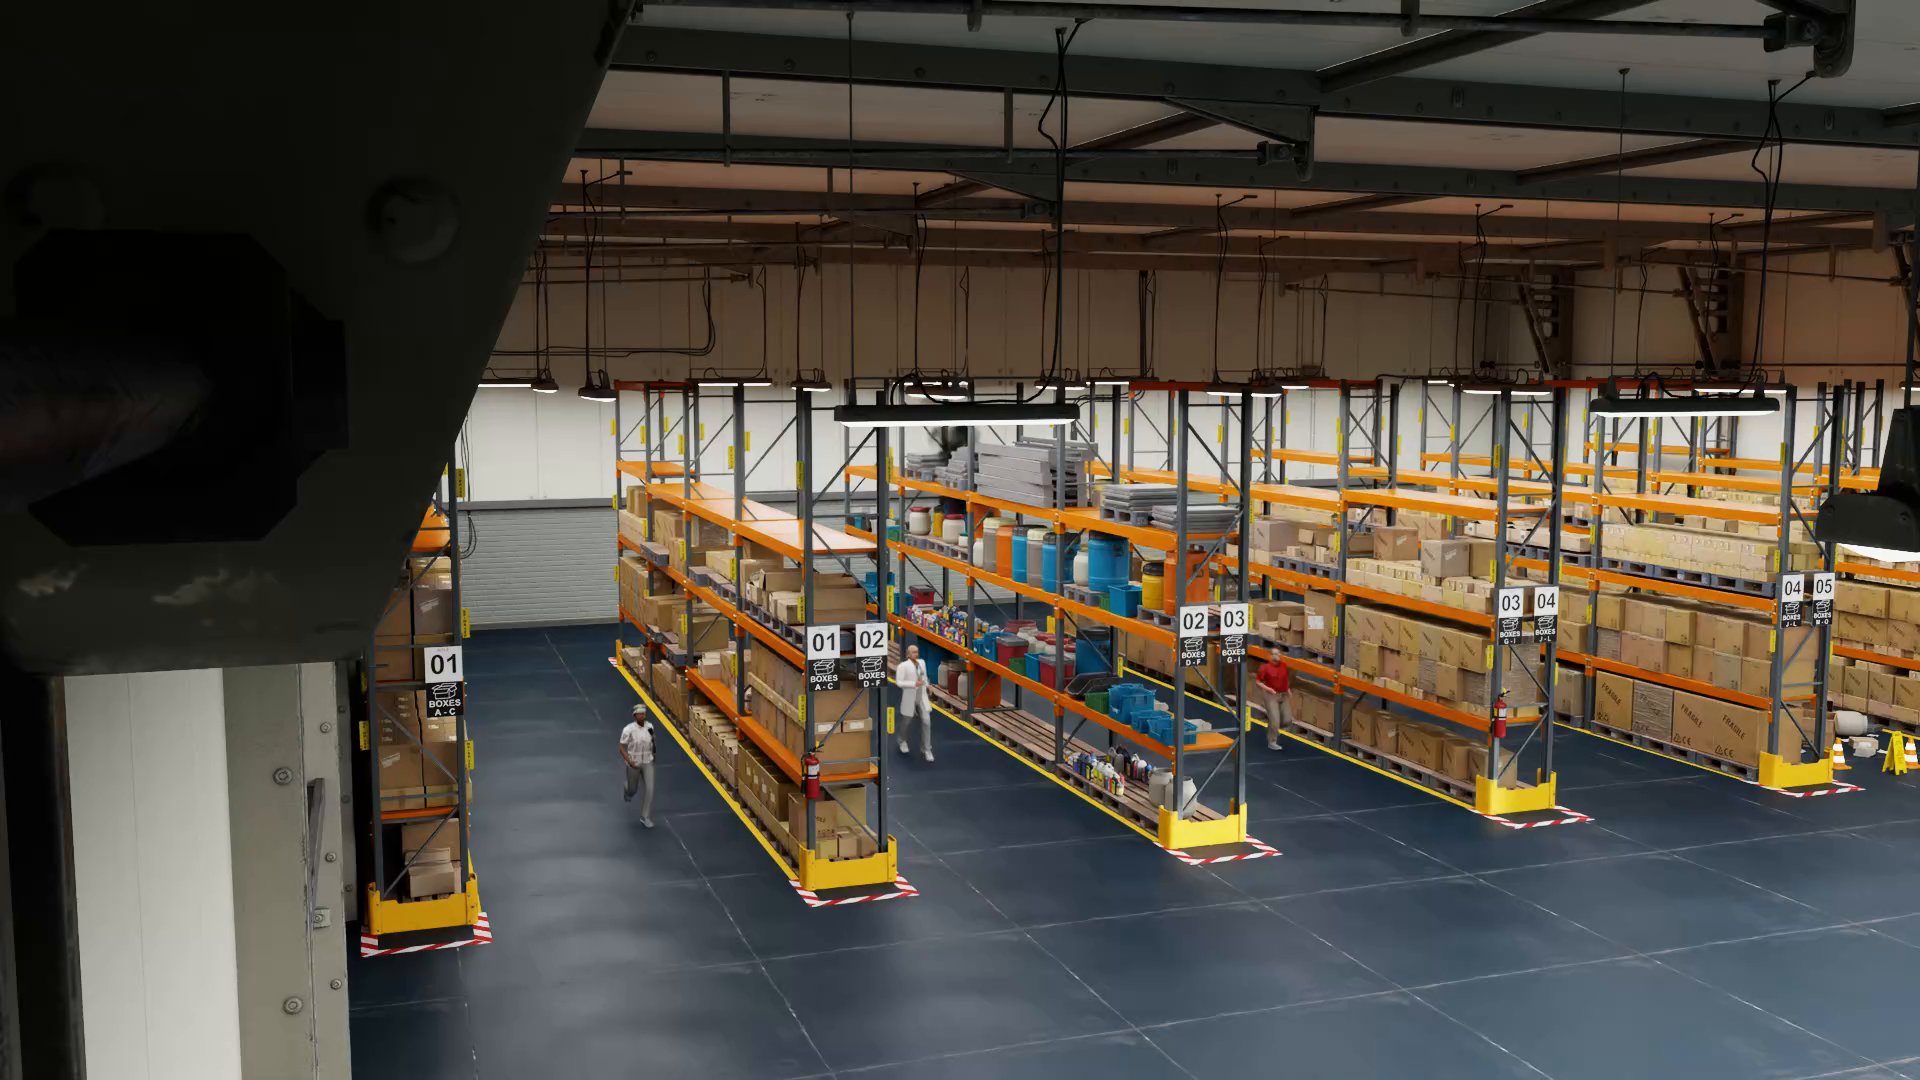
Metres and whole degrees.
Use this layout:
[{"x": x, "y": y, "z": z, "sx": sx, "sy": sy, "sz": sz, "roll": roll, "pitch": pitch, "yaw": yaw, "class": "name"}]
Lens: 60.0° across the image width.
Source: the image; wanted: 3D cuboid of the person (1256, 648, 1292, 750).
[{"x": 5.201, "y": 2.606, "z": 27.339, "sx": 0.659, "sy": 1.674, "sz": 0.581, "roll": -3, "pitch": 7, "yaw": -25, "class": "person"}]

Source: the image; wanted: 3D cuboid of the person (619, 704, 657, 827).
[{"x": -4.459, "y": 3.091, "z": 23.089, "sx": 0.549, "sy": 1.683, "sz": 0.869, "roll": -3, "pitch": 7, "yaw": -25, "class": "person"}]

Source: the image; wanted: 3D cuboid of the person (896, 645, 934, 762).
[{"x": -0.751, "y": 2.600, "z": 26.803, "sx": 0.677, "sy": 1.832, "sz": 0.930, "roll": -3, "pitch": 7, "yaw": -29, "class": "person"}]

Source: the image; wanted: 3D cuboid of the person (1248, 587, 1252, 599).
[{"x": 5.881, "y": 1.792, "z": 34.329, "sx": 0.697, "sy": 1.764, "sz": 0.911, "roll": -3, "pitch": 7, "yaw": -26, "class": "person"}]
